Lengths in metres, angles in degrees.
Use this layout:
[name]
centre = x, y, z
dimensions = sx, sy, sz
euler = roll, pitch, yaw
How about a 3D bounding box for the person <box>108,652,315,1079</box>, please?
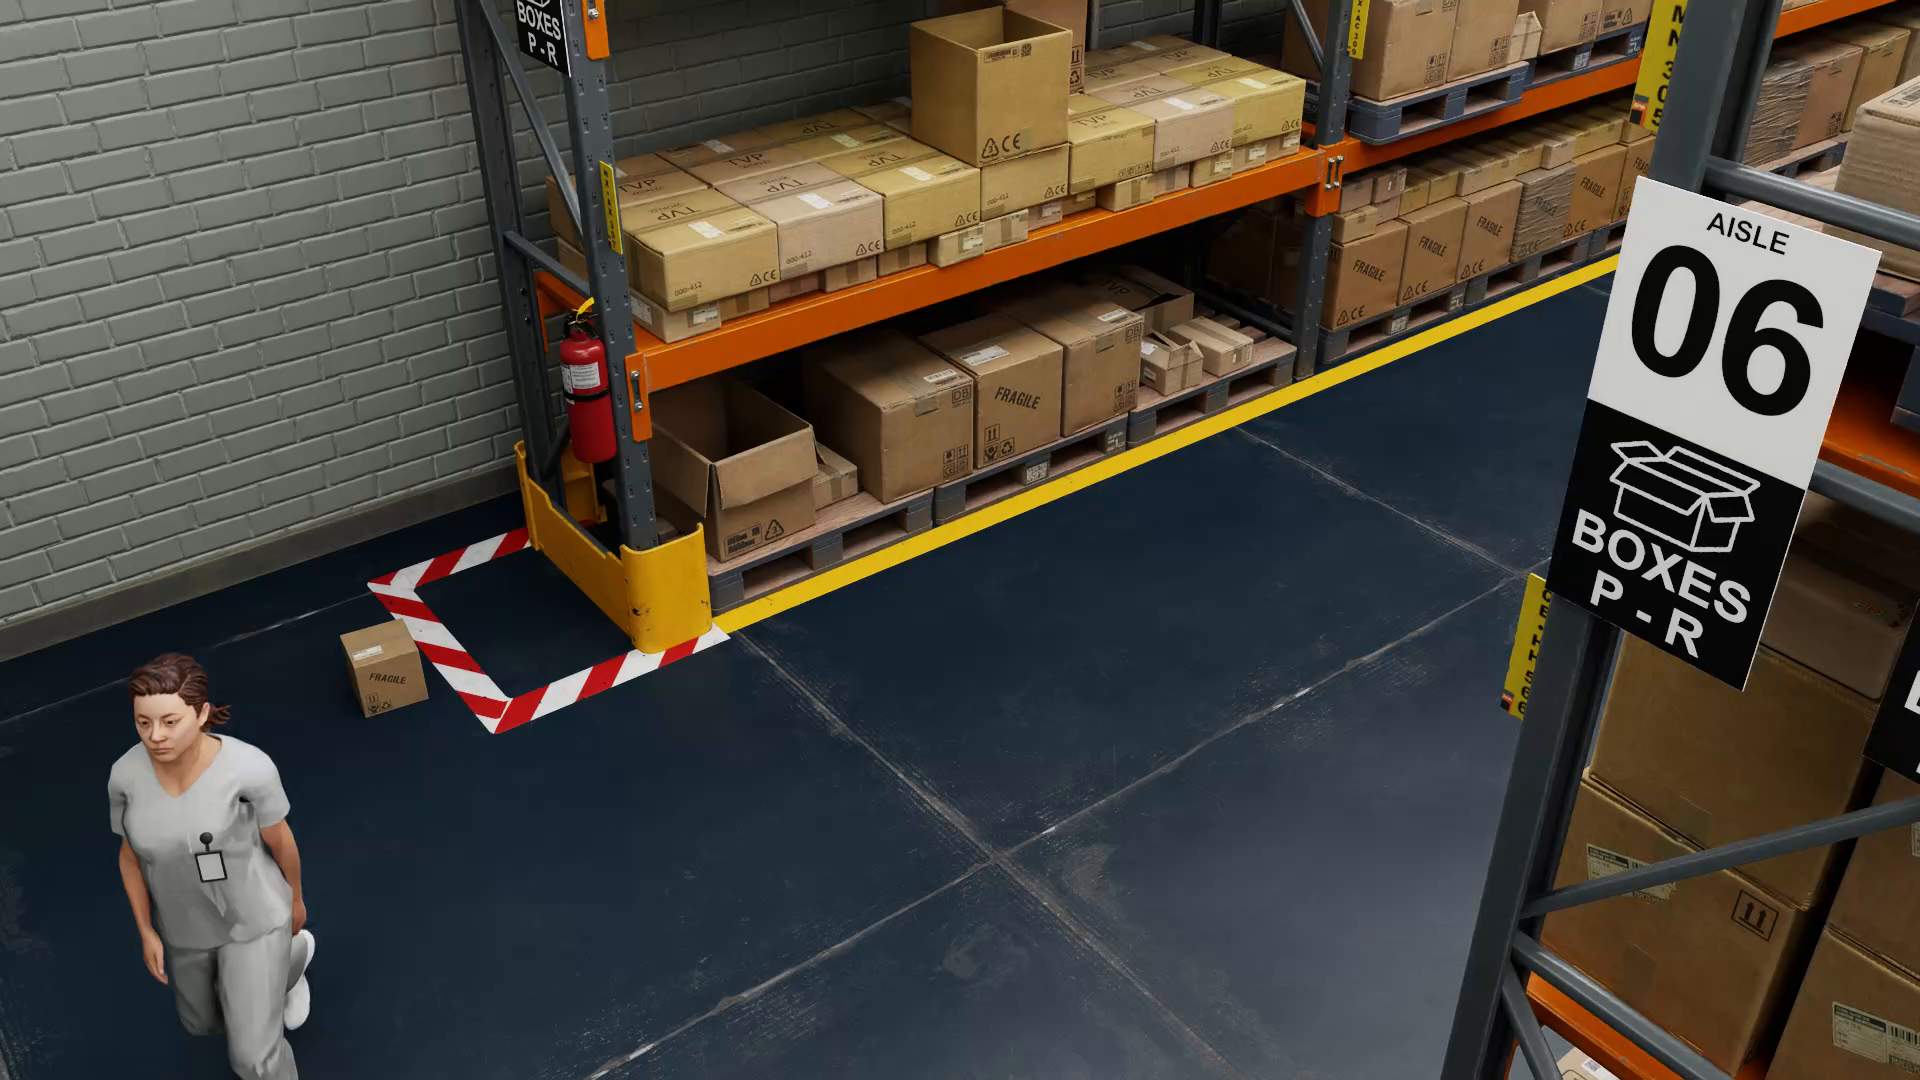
[person]
centre = -1.998, 0.992, 4.556
dimensions = 0.434, 1.635, 0.820
euler = 1, 32, 1
